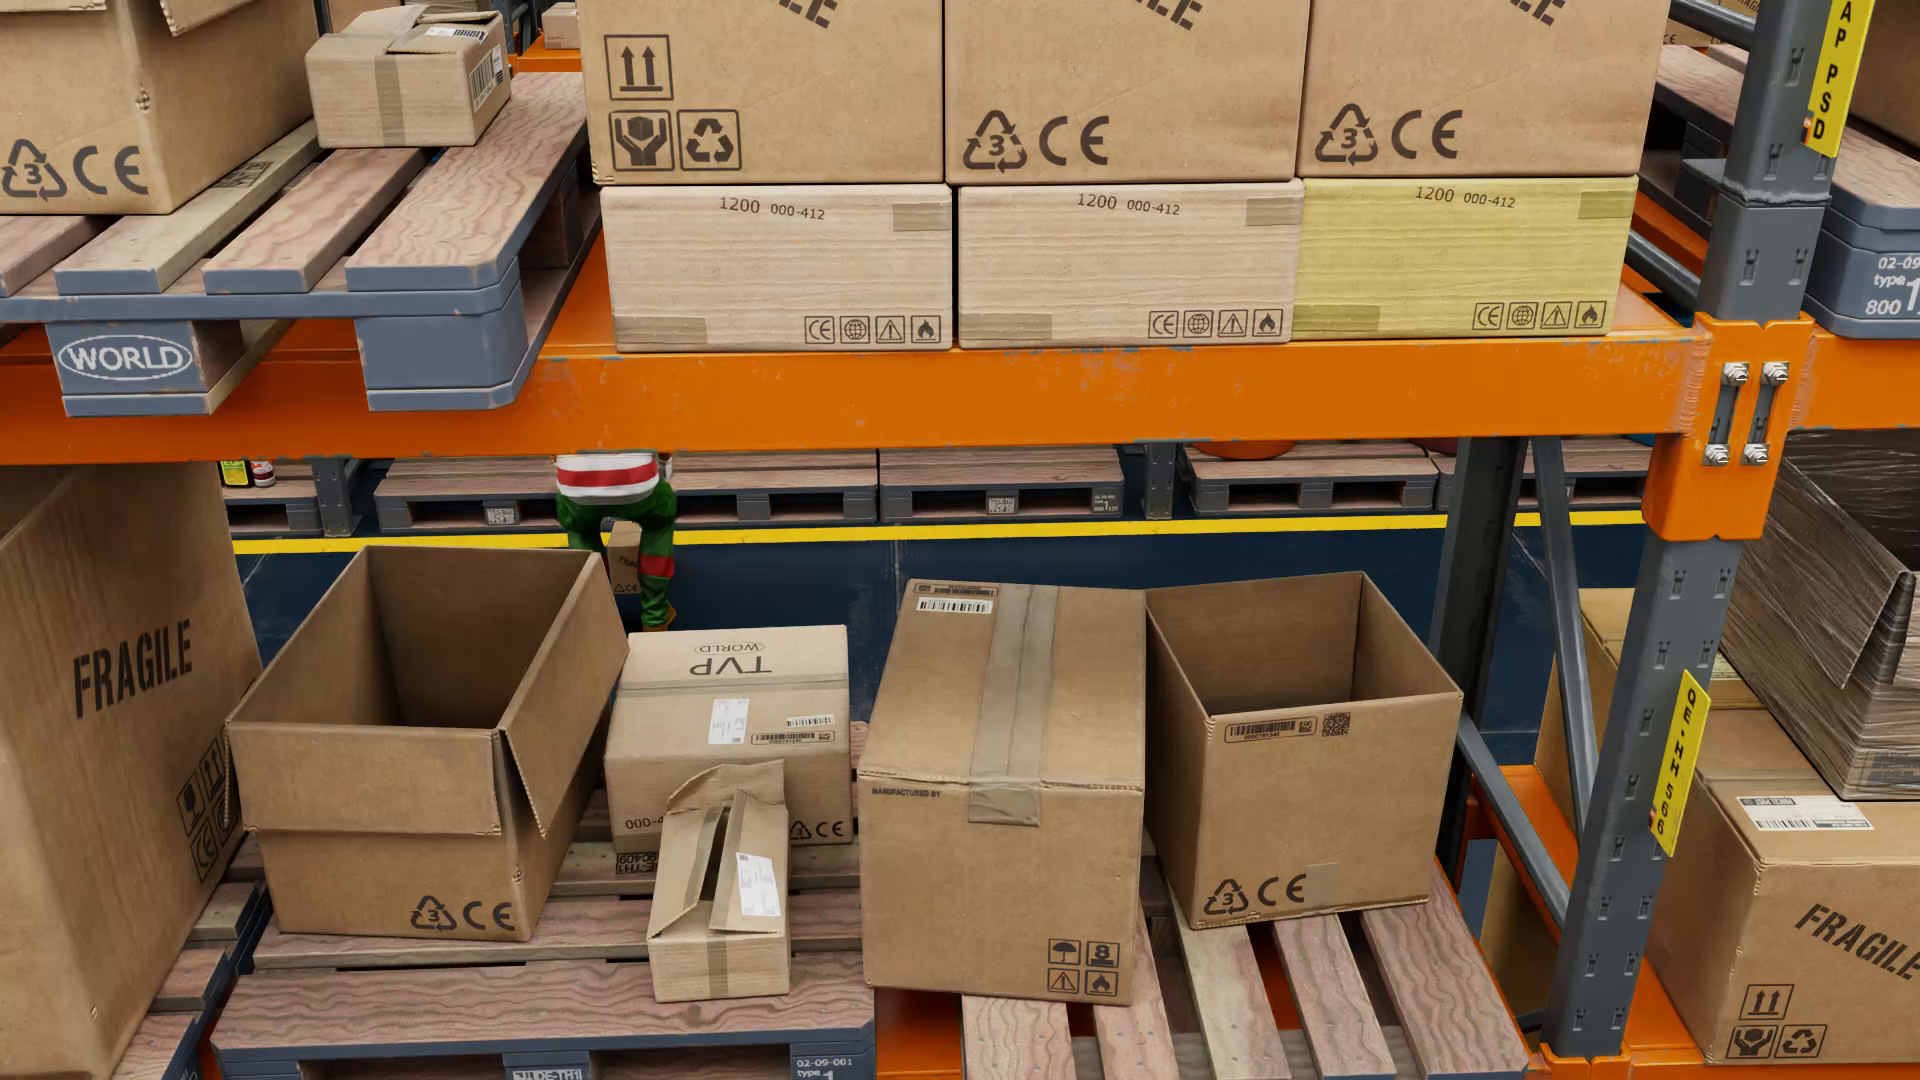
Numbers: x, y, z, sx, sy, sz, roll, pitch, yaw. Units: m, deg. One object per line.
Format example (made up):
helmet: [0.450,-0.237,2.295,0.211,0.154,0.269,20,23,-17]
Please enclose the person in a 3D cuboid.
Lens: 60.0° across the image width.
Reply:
person: [-1.491,-0.239,7.034,0.584,1.351,0.795,-1,27,-3]
